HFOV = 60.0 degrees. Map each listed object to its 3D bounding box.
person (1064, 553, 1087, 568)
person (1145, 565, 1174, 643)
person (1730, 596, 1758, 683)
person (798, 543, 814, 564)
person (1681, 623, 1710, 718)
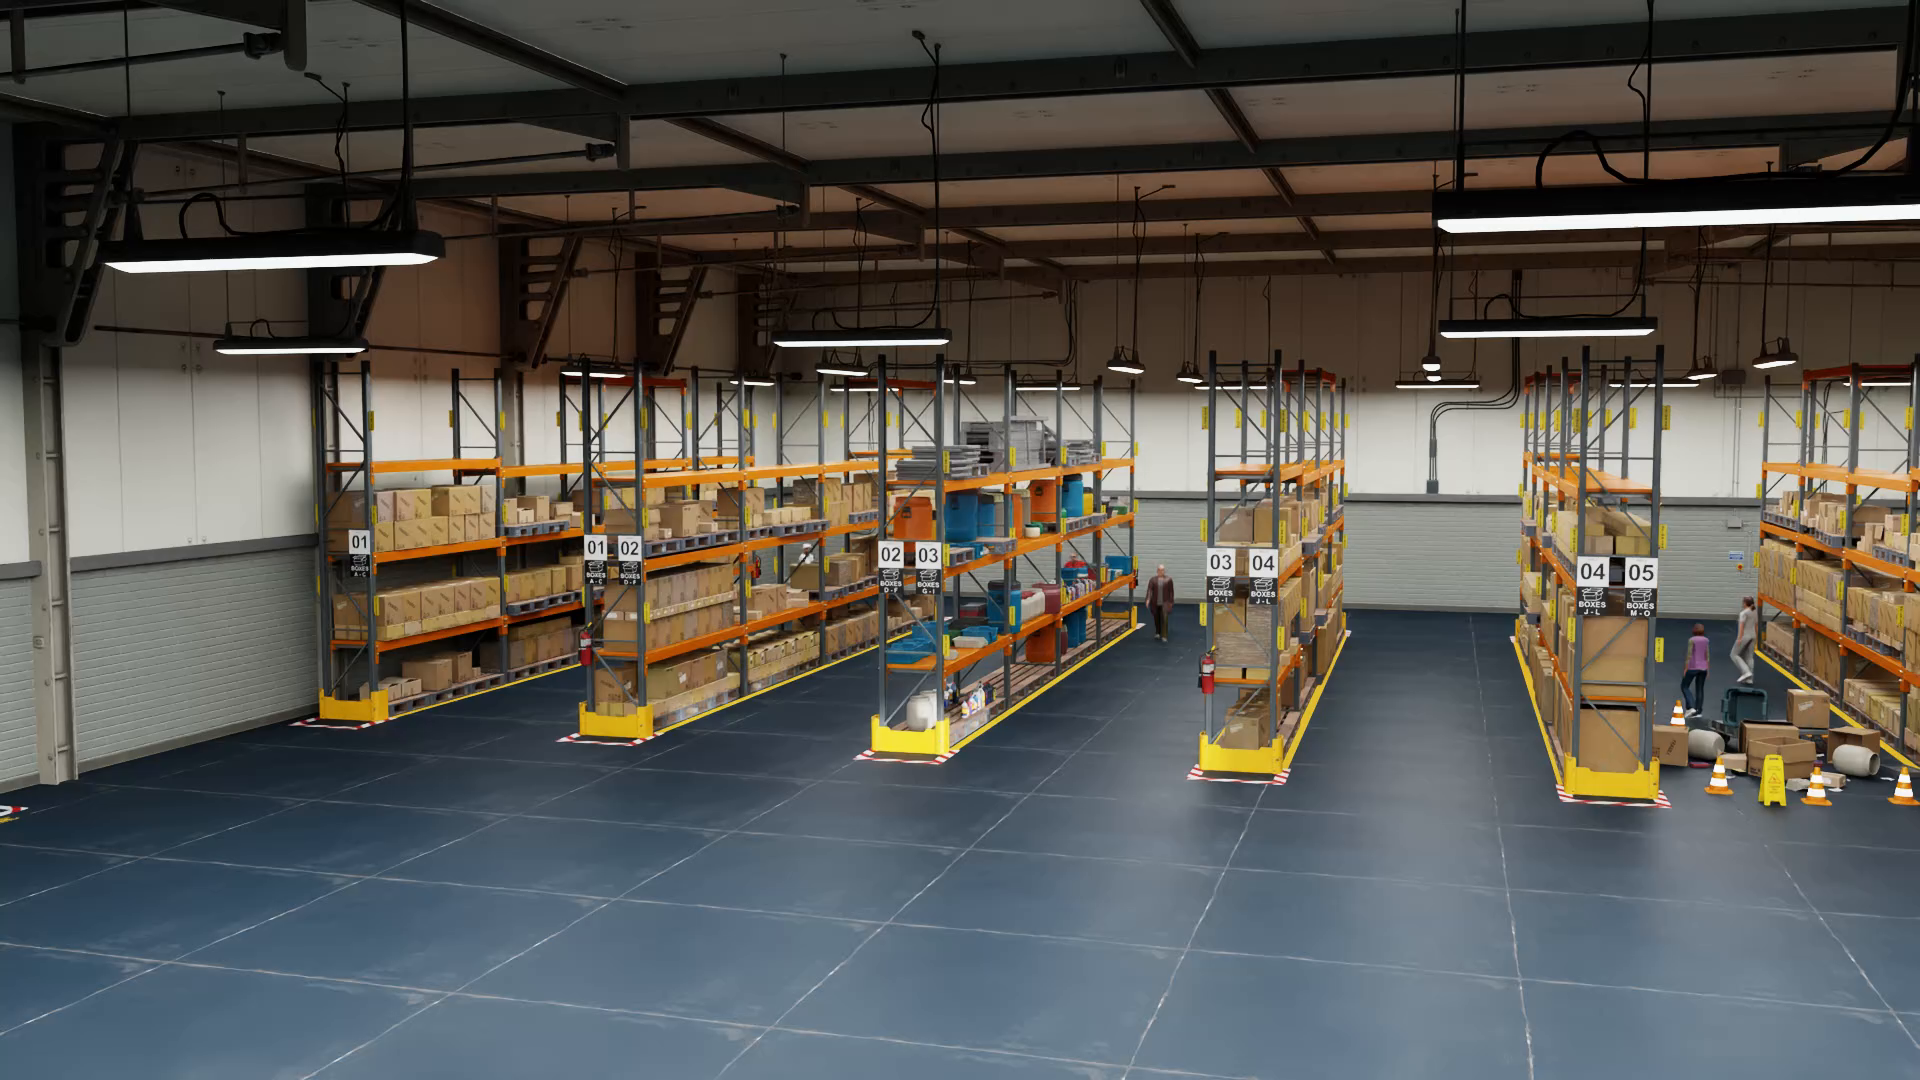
[{"bbox_3d":[3.007,1.132,42.821,0.677,1.635,0.731,2,5,27],"label":"person"},{"bbox_3d":[4.517,1.424,37.603,0.625,1.715,1.128,1,4,11],"label":"person"},{"bbox_3d":[15.029,1.902,31.721,0.494,1.670,0.465,-2,4,-23],"label":"person"},{"bbox_3d":[-4.110,0.961,44.046,0.768,1.770,0.526,1,4,14],"label":"person"},{"bbox_3d":[12.425,2.214,28.047,0.443,1.607,0.351,-1,4,-8],"label":"person"}]
